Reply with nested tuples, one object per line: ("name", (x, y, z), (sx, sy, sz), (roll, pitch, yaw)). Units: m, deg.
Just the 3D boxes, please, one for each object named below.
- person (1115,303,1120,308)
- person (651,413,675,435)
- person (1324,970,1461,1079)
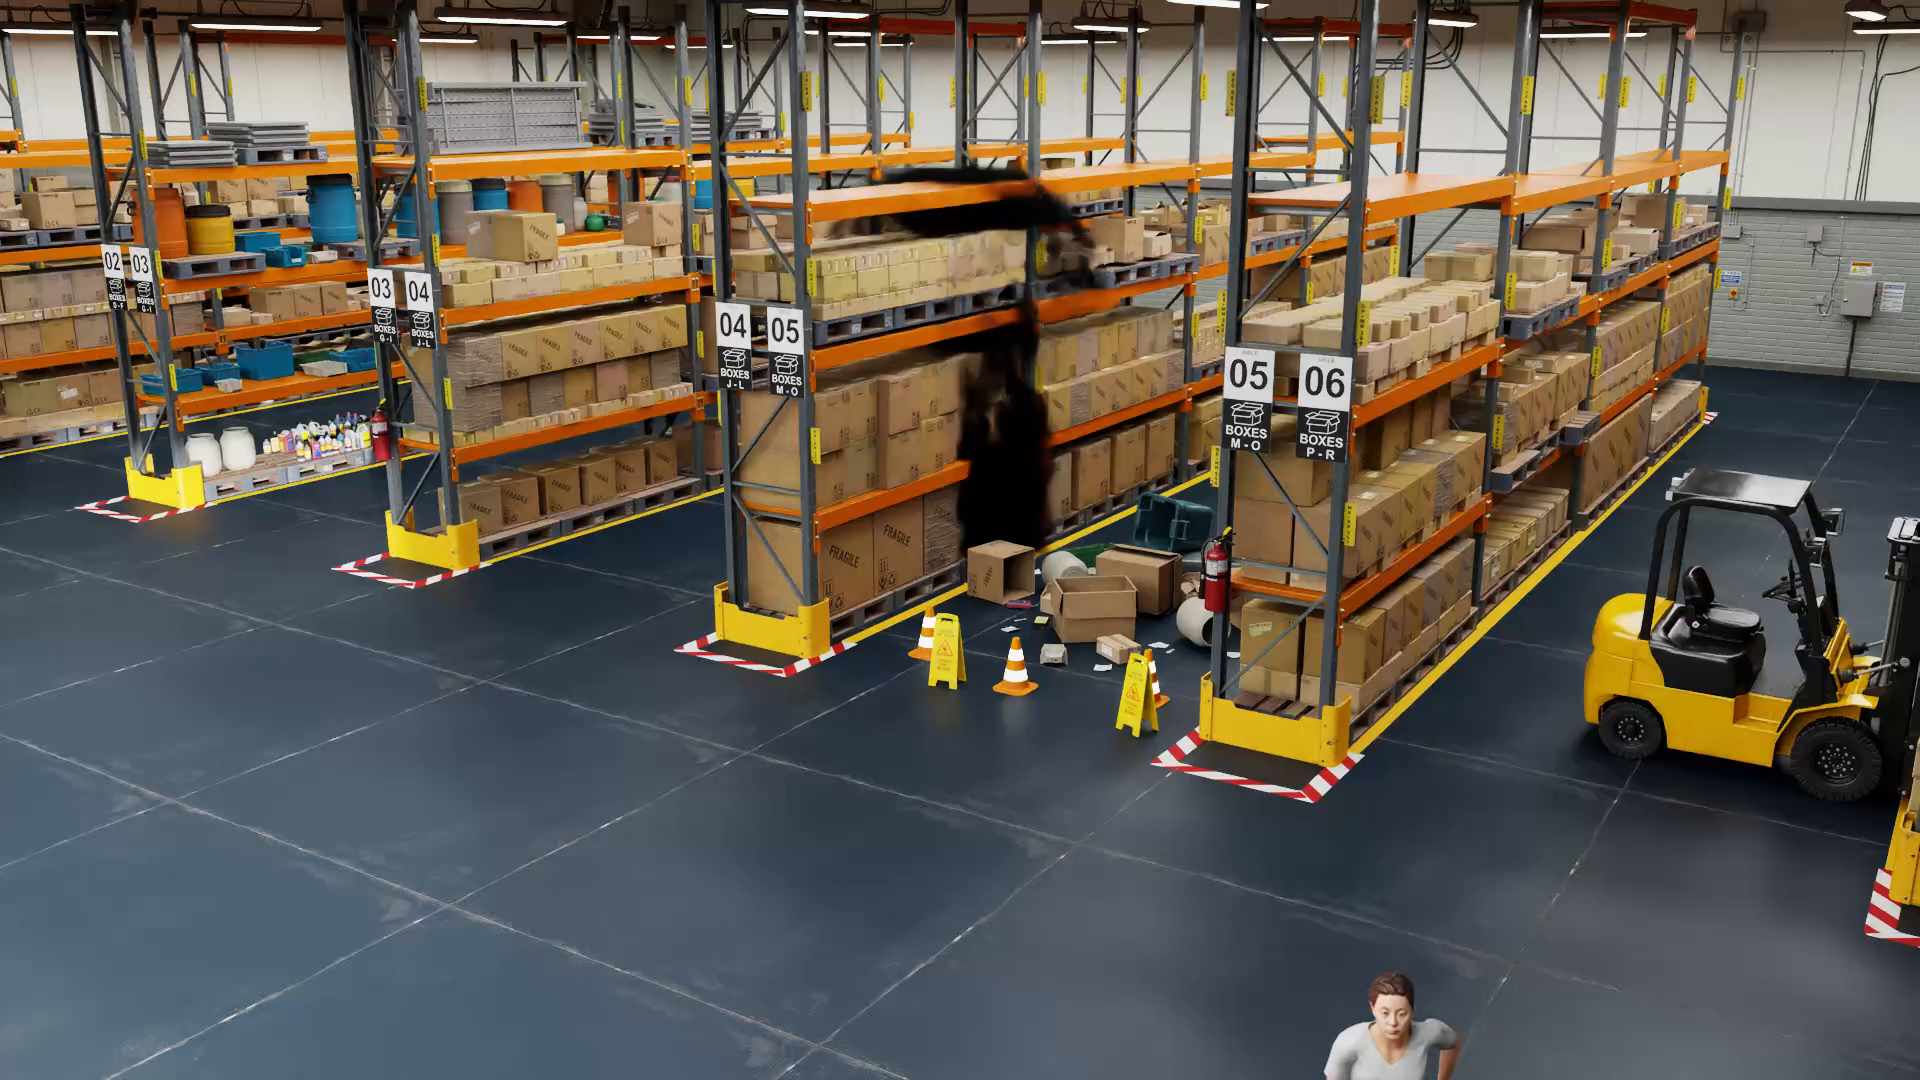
("person", (2.661, -3.202, 27.832), (0.539, 1.551, 0.622), (8, 17, 26))
("person", (-4.453, -2.197, 24.300), (0.510, 1.547, 0.733), (5, 16, 18))
("person", (1.787, 2.552, 6.979), (0.534, 1.726, 0.814), (5, 16, 17))
